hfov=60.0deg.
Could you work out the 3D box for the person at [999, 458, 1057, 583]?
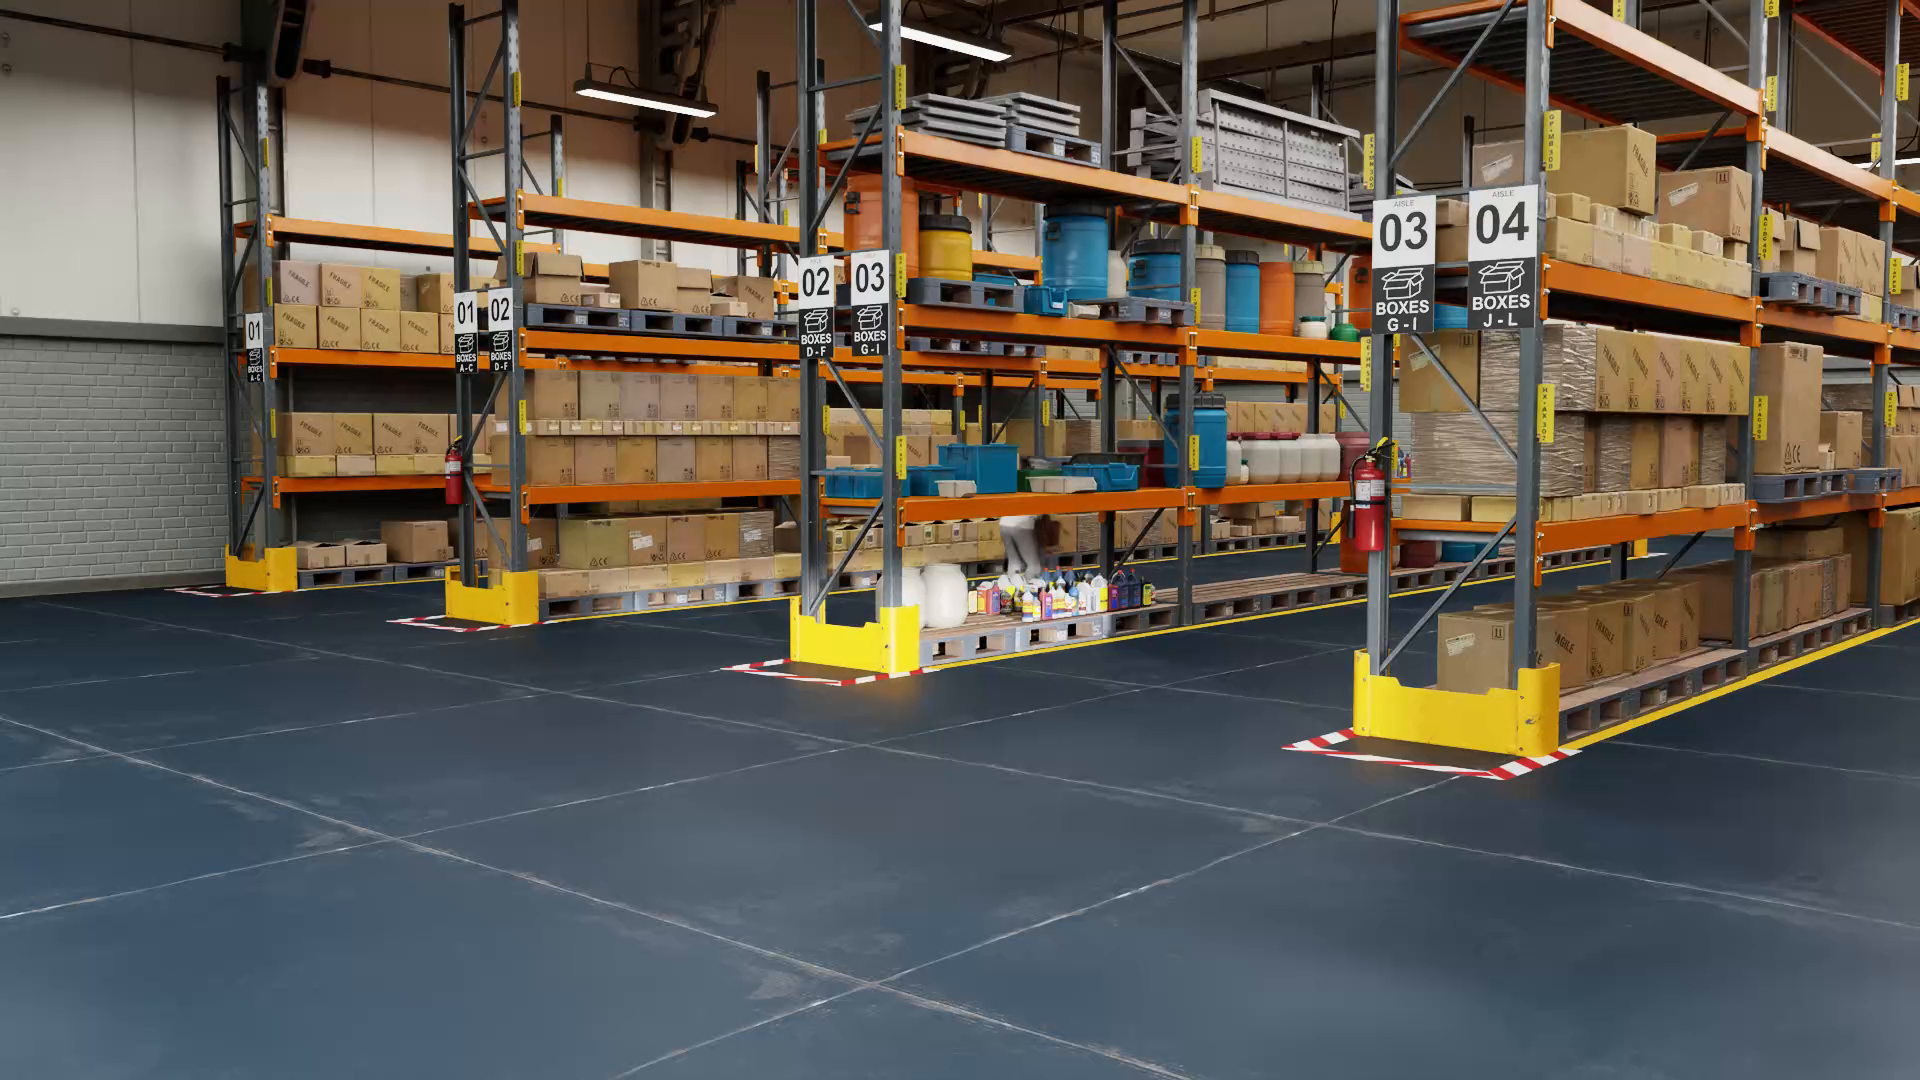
[{"bbox_3d":[0.686,-0.047,16.988,0.609,1.574,0.411,-3,5,-42],"label":"person"}]
